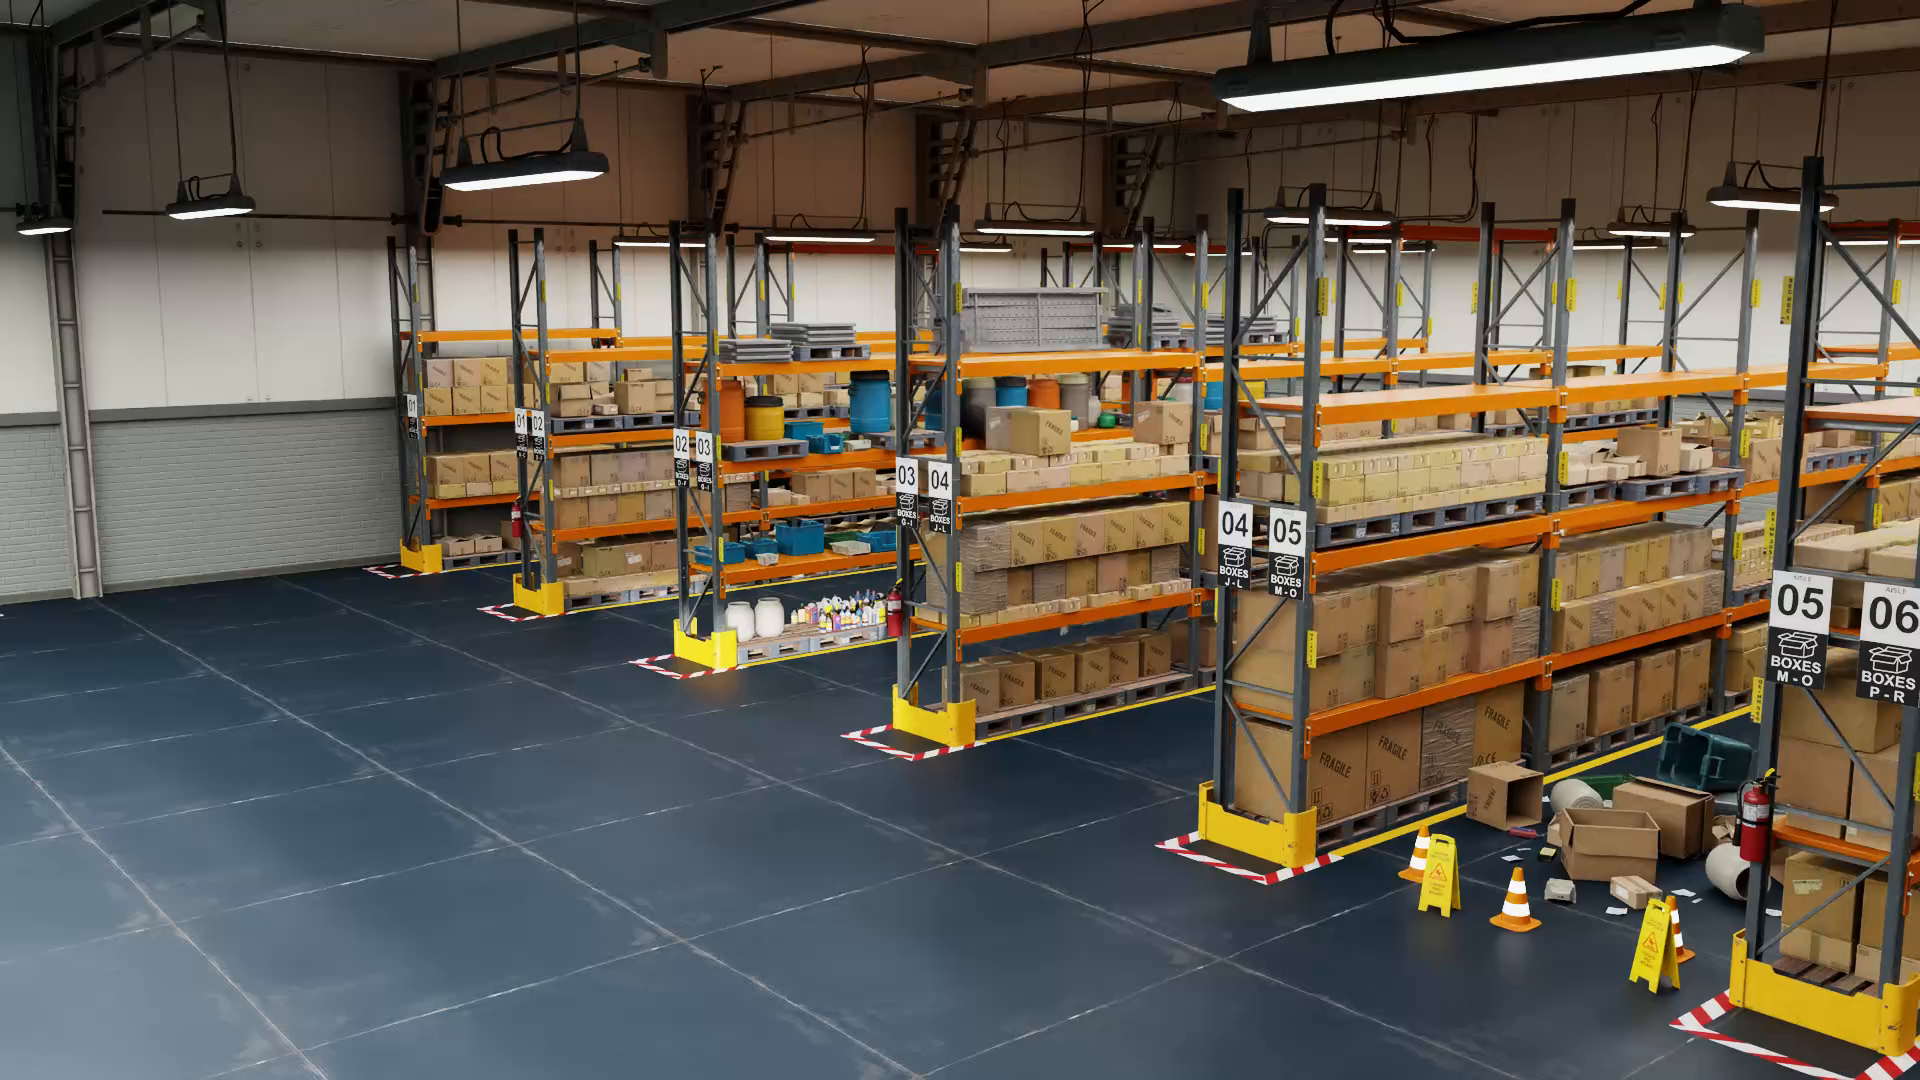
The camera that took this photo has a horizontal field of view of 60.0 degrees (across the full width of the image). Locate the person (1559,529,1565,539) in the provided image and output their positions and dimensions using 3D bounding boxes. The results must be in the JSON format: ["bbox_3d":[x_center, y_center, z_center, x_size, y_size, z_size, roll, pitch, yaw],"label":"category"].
[{"bbox_3d":[8.298,0.704,23.236,0.684,1.781,0.984,7,11,40],"label":"person"}]

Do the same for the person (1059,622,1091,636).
[{"bbox_3d":[1.645,0.448,23.552,0.578,1.802,0.711,7,11,38],"label":"person"}]

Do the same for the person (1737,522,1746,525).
[{"bbox_3d":[11.644,0.532,24.993,0.543,1.626,0.583,-7,12,-40],"label":"person"}]
